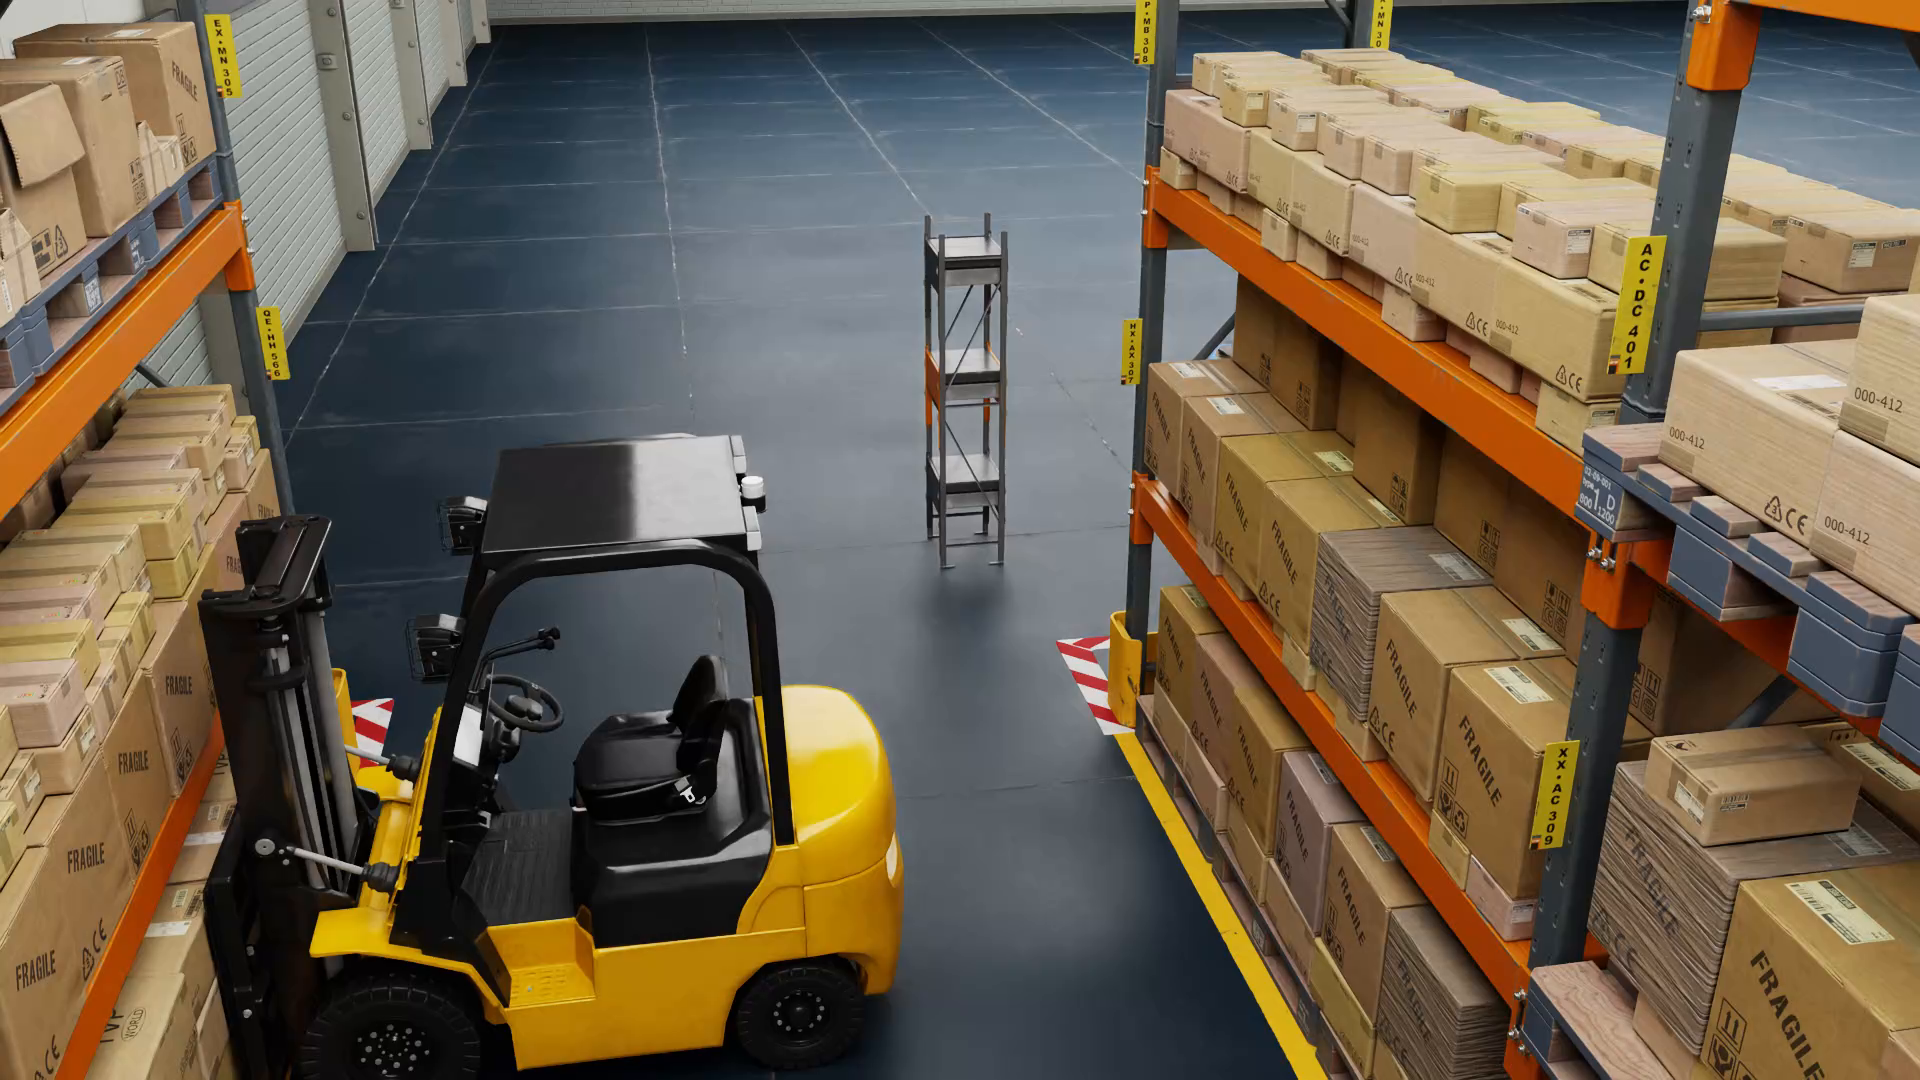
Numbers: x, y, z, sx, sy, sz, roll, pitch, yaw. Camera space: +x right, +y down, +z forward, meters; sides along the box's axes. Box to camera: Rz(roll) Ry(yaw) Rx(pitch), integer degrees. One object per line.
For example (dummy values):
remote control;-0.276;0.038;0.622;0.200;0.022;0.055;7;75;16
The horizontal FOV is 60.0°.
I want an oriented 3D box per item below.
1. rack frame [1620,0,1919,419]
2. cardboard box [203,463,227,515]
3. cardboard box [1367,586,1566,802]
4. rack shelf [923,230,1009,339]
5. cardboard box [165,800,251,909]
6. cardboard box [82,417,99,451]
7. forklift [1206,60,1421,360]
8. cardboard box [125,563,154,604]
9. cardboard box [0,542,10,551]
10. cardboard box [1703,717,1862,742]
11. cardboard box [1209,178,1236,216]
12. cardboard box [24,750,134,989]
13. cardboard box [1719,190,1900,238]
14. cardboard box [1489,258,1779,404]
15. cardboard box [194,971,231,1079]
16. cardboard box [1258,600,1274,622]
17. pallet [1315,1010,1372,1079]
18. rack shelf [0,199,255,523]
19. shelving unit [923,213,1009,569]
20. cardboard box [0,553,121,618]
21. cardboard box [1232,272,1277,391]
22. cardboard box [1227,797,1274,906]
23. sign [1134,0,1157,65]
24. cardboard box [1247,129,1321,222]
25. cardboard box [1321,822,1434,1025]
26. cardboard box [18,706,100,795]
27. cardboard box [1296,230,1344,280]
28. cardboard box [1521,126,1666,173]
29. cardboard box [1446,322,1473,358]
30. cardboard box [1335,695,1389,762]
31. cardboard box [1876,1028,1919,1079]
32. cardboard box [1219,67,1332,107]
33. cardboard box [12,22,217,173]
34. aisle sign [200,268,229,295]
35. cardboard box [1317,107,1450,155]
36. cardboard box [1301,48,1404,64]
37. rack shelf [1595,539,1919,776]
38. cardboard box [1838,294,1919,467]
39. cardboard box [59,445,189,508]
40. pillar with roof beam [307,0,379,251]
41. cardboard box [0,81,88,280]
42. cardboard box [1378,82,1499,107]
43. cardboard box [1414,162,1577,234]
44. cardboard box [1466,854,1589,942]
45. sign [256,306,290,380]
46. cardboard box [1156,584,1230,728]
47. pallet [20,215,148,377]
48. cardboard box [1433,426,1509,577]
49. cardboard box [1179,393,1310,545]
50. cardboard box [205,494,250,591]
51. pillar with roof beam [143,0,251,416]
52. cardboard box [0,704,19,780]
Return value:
rack frame;2.100;-1.722;3.450;1.000;3.000;0.127;-4;24;-10
cardboard box;-3.113;-0.200;6.524;0.380;0.149;0.250;-4;24;-9
cardboard box;1.672;0.487;5.391;0.500;0.500;0.500;-4;24;-8
rack shelf;0.031;-1.526;9.906;0.431;0.518;0.480;-4;24;-10
cardboard box;-2.836;1.188;5.943;0.500;0.250;0.500;-5;24;-11
cardboard box;-3.677;-0.400;6.610;0.380;0.149;0.250;-3;24;-8
forklift;3.067;-1.405;10.305;3.031;2.935;1.130;3;24;7
cardboard box;-2.959;0.203;5.602;0.380;0.149;0.250;-4;24;-10
cardboard box;-3.594;0.038;5.980;0.380;0.149;0.250;-4;24;-9
cardboard box;2.293;0.651;5.014;0.500;0.500;0.500;-4;24;-10
cardboard box;1.255;-1.448;6.883;0.380;0.149;0.250;-4;24;-8
cardboard box;-2.715;0.953;4.696;0.500;0.500;0.500;-4;24;-9
cardboard box;2.286;-0.846;4.509;0.380;0.149;0.250;-4;24;-8
cardboard box;1.753;-0.569;4.374;0.500;0.250;0.500;-5;24;-10
cardboard box;-2.740;1.625;5.568;0.500;0.250;0.500;-5;24;-10
cardboard box;1.440;0.229;6.793;0.380;0.149;0.250;-3;24;-8
pallet;1.941;2.044;5.807;1.003;0.211;1.213;-4;24;-10
rack shelf;-3.147;-0.436;5.151;1.077;0.370;4.000;-4;24;-10
shelving unit;0.031;-0.897;10.181;0.431;2.100;0.503;-4;24;-10
cardboard box;-2.924;0.172;5.302;0.380;0.149;0.250;-4;24;-10
cardboard box;1.669;-1.002;7.550;0.700;0.500;0.500;-5;24;-11
cardboard box;1.438;1.274;6.995;0.500;0.250;0.500;-3;24;-6
sign;0.827;-2.281;7.385;0.100;0.325;0.005;-4;24;-10
cardboard box;1.395;-1.371;6.209;0.500;0.250;0.500;-4;24;-8
cardboard box;1.631;1.338;5.912;0.500;0.500;0.500;-4;24;-9
cardboard box;-2.675;0.603;4.685;0.380;0.149;0.250;-4;24;-9
cardboard box;1.434;-1.043;5.955;0.380;0.149;0.250;-5;24;-11
cardboard box;2.068;-1.254;5.443;0.380;0.149;0.250;-5;24;-11
cardboard box;1.710;-0.642;5.038;0.380;0.149;0.250;-5;24;-12
cardboard box;1.550;0.639;5.853;0.380;0.149;0.250;-5;24;-11
cardboard box;2.076;1.251;3.117;0.500;0.500;0.500;-4;24;-10
cardboard box;1.274;-1.815;6.729;0.380;0.149;0.250;-4;24;-10
cardboard box;-3.196;-1.680;6.327;0.500;0.500;0.500;-4;24;-8
aisle sign;-3.240;-1.416;6.997;0.394;0.787;0.004;-4;24;-10
cardboard box;1.476;-1.415;5.813;0.380;0.149;0.250;-4;24;-9
cardboard box;1.713;-2.060;7.289;0.380;0.149;0.250;-4;24;-9
rack shelf;2.470;0.769;2.393;1.077;0.370;4.000;-4;24;-10
cardboard box;1.916;-0.245;2.855;0.500;0.250;0.500;-5;24;-11
cardboard box;-3.120;-0.232;6.227;0.380;0.149;0.250;-4;24;-9
pillar with roof beam;-2.262;-7.625;16.965;9.100;9.000;0.400;-4;24;-10
cardboard box;-3.034;-1.038;4.853;0.797;0.503;0.637;-4;24;-8
cardboard box;1.823;-1.656;6.364;0.380;0.149;0.250;-4;24;-10
cardboard box;1.566;-1.004;4.871;0.380;0.149;0.250;-4;24;-8
cardboard box;1.741;1.038;4.938;0.380;0.149;0.250;-5;24;-10
sign;-2.981;-0.851;7.209;0.100;0.325;0.005;-4;24;-10
cardboard box;1.243;0.525;7.774;0.500;0.500;0.500;-5;24;-12
pallet;-3.183;-0.751;5.083;1.003;0.211;1.213;-4;24;-10
cardboard box;2.093;-0.204;5.724;0.700;0.500;0.500;-5;24;-11
cardboard box;1.274;-0.318;7.234;0.500;0.500;0.500;-4;24;-8
cardboard box;-3.081;0.156;6.521;0.500;0.500;0.500;-4;24;-8
pillar with roof beam;-1.153;-5.265;11.561;9.100;9.000;0.400;-4;24;-10
cardboard box;-2.738;0.573;4.382;0.380;0.149;0.250;-5;24;-11
